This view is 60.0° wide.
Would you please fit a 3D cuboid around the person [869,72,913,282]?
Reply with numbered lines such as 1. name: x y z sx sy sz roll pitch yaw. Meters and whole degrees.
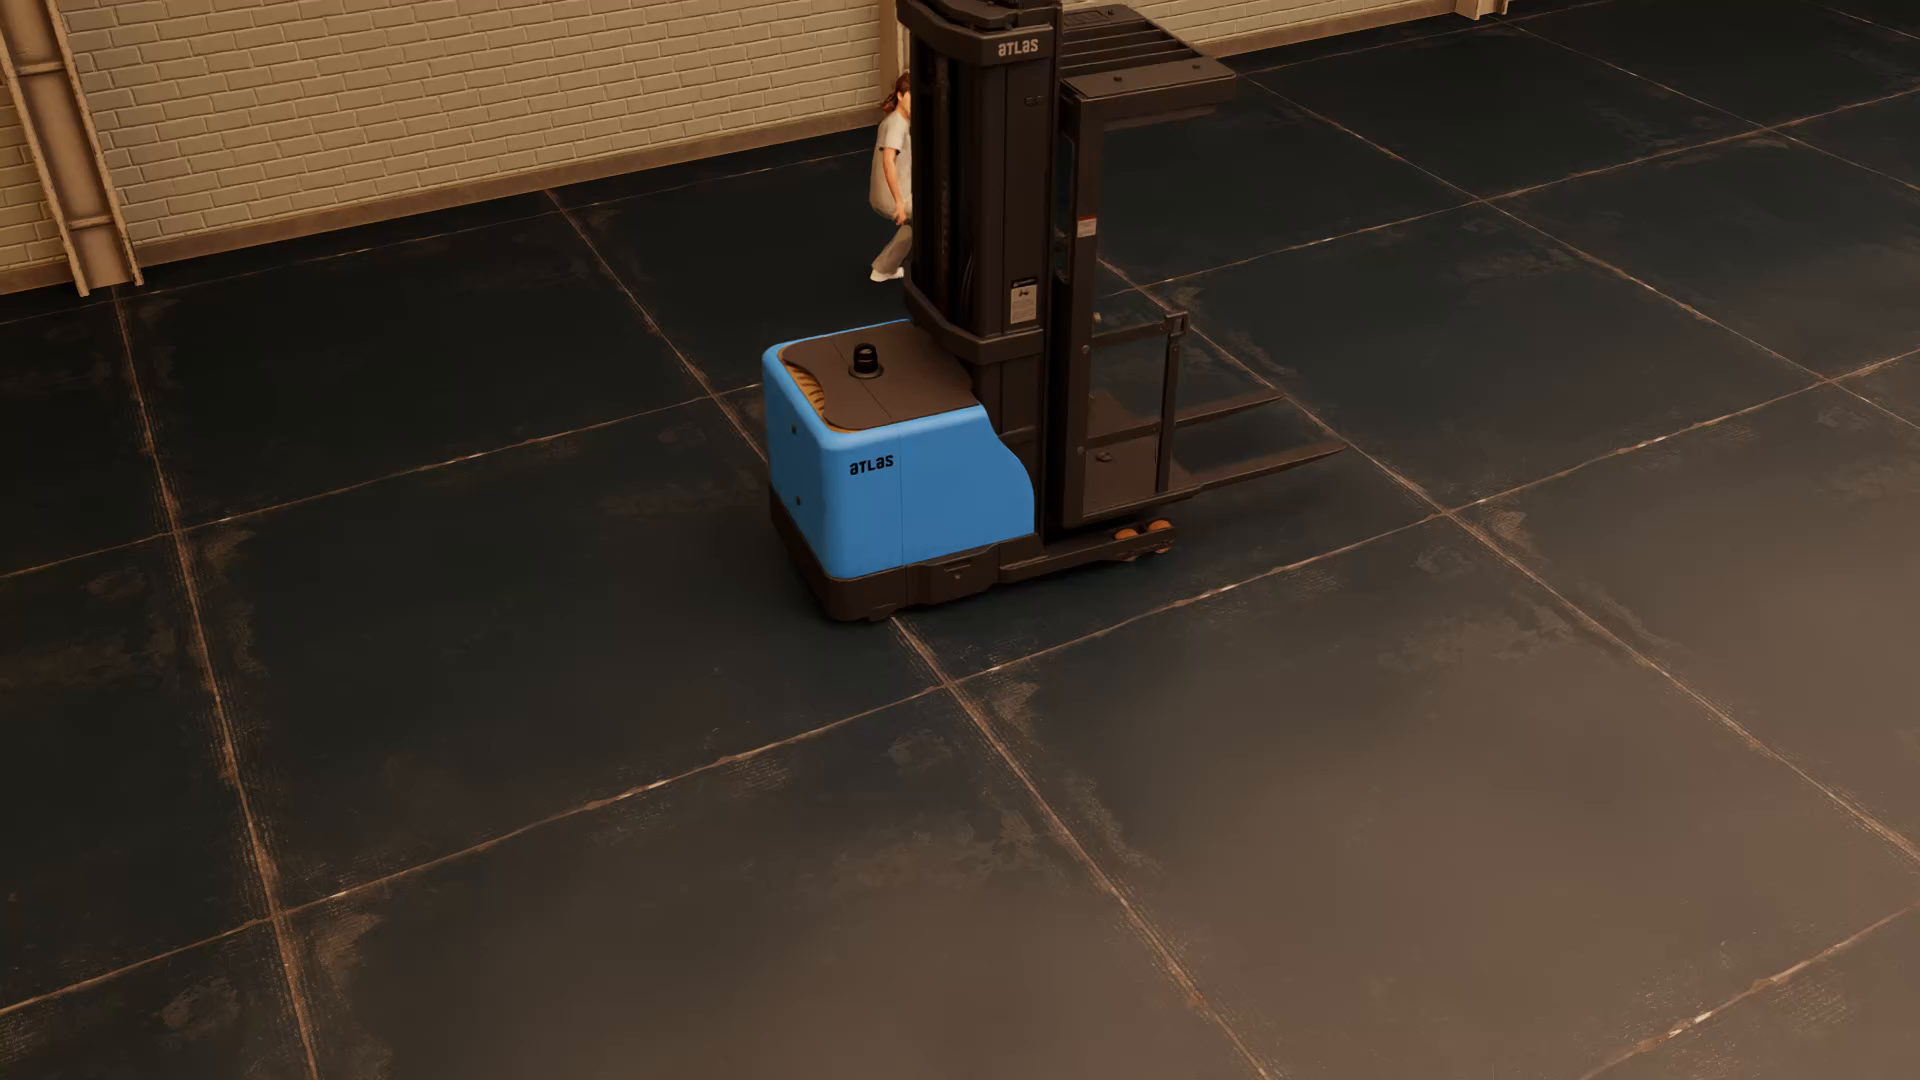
1. person: -0.274 -2.227 10.599 0.616 1.445 0.687 -13 37 -18

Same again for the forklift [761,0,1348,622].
1. forklift: 0.577 -1.352 8.036 3.031 2.935 1.130 -14 38 -19
